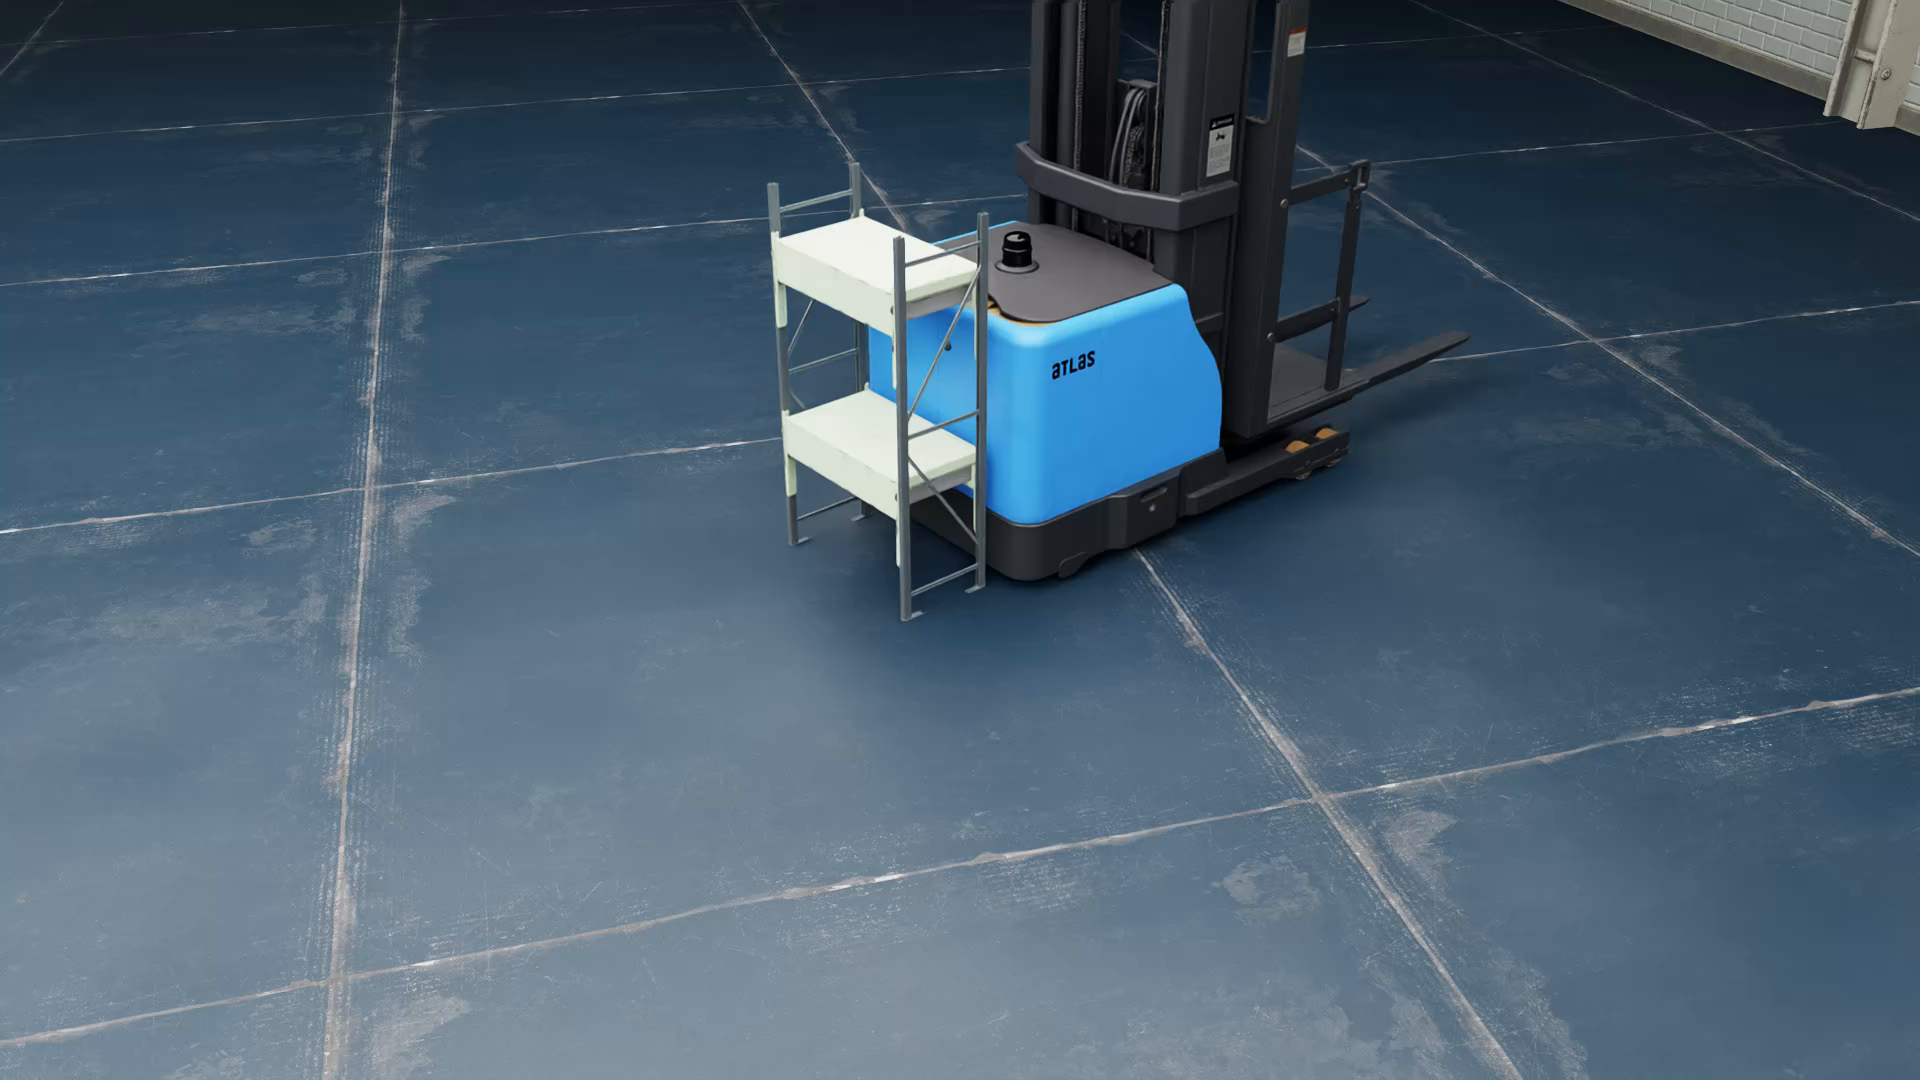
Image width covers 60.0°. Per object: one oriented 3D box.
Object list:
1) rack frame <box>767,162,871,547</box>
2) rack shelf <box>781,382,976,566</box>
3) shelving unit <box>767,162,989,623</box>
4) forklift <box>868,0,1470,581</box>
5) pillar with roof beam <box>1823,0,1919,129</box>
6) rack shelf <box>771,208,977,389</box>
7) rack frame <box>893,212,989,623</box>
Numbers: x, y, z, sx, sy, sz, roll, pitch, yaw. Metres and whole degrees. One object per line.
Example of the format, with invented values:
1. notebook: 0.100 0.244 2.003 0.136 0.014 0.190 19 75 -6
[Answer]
1. rack frame: -0.532 -0.689 6.442 0.400 1.500 0.023 -23 37 -34
2. rack shelf: -0.297 -0.266 6.363 0.431 0.370 0.720 -23 37 -34
3. shelving unit: -0.297 -0.548 6.200 0.431 1.500 0.755 -23 37 -34
4. forklift: 1.080 -1.713 6.783 3.031 2.935 1.130 -22 37 -33
5. pillar with roof beam: 2.328 -6.347 8.732 9.100 9.000 0.400 -8 31 -13
6. rack shelf: -0.297 -0.886 6.004 0.431 0.370 0.720 -23 37 -34
7. rack frame: -0.061 -0.407 5.957 0.400 1.500 0.023 -23 37 -34
